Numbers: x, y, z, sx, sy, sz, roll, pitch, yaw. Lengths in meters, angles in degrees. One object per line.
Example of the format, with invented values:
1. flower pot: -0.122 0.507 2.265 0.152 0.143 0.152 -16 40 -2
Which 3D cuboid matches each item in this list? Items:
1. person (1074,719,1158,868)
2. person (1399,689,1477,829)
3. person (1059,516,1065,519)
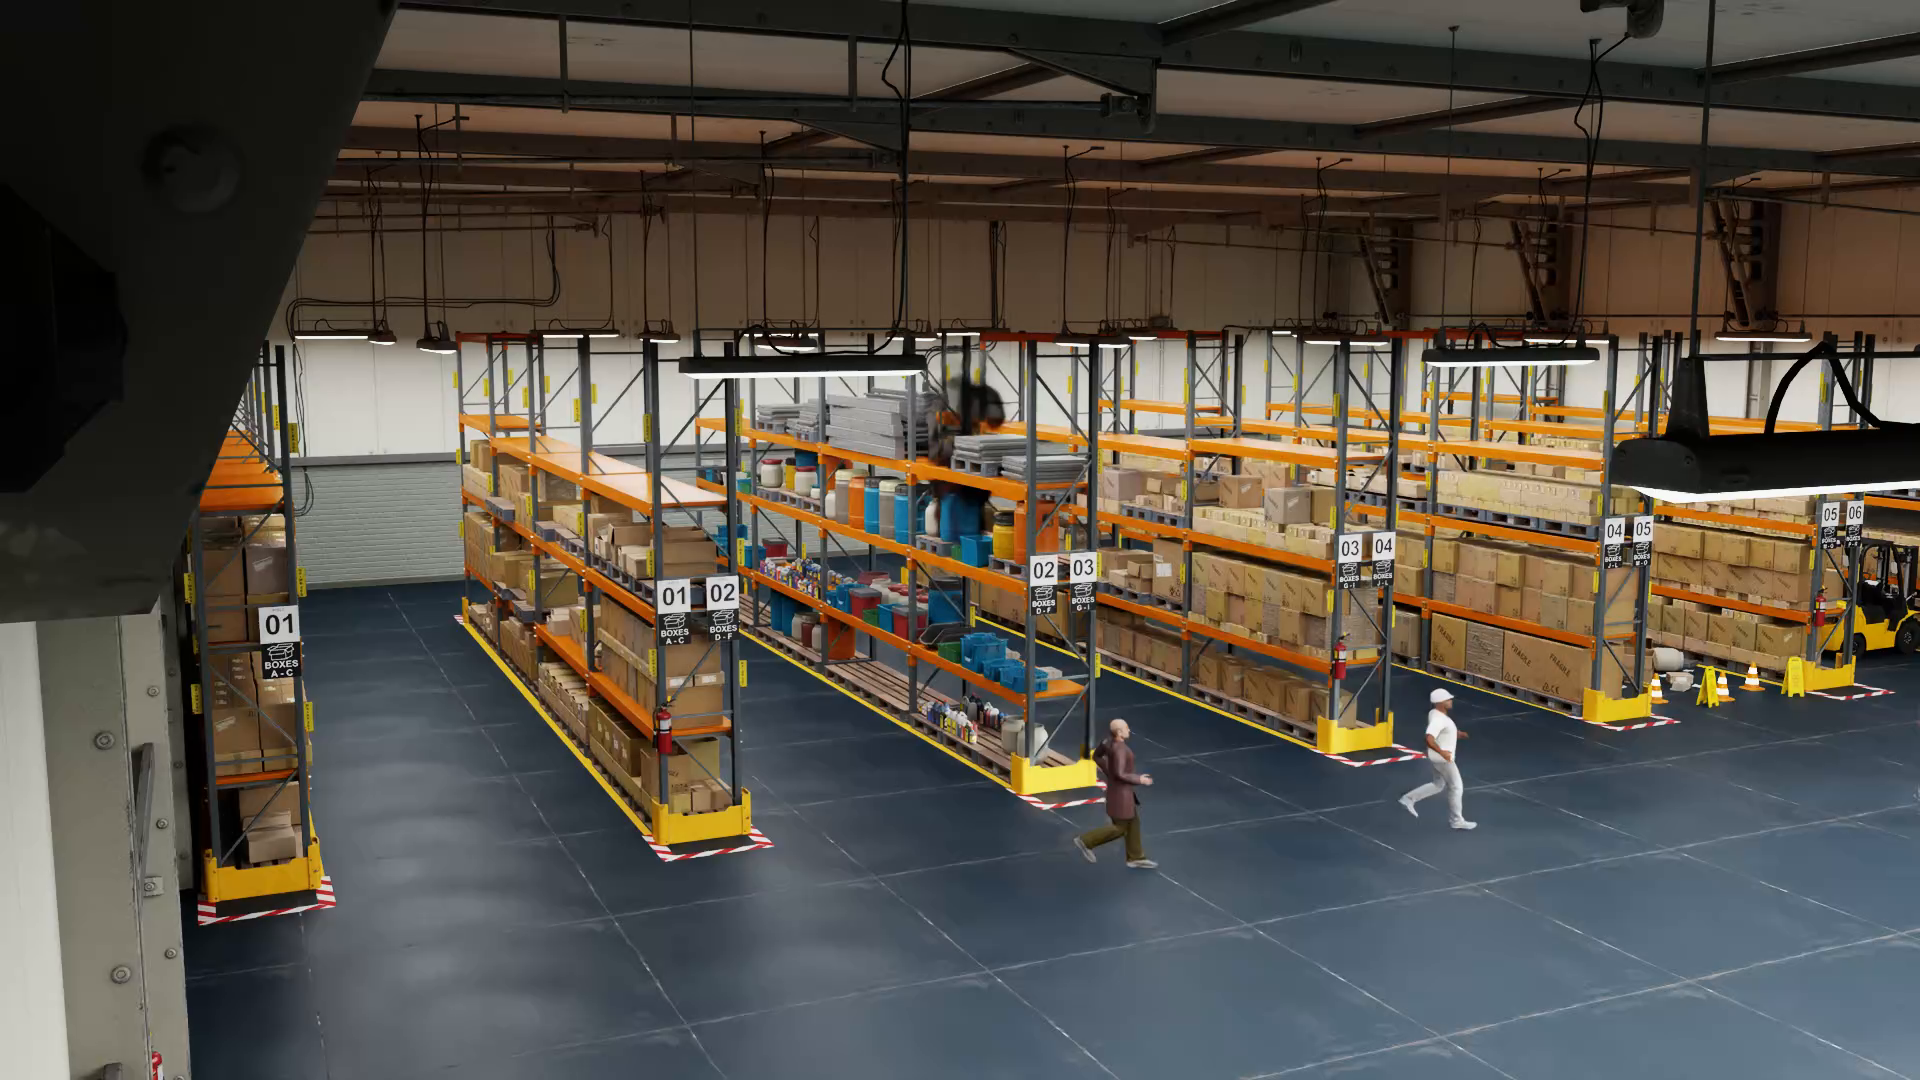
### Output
1. person: 1.786 2.911 18.983 0.990 1.774 0.716 0 8 -4
2. person: 5.938 2.698 20.560 0.931 1.747 0.713 1 8 7
3. person: 2.358 0.212 39.601 0.610 1.599 0.504 -3 8 -21
